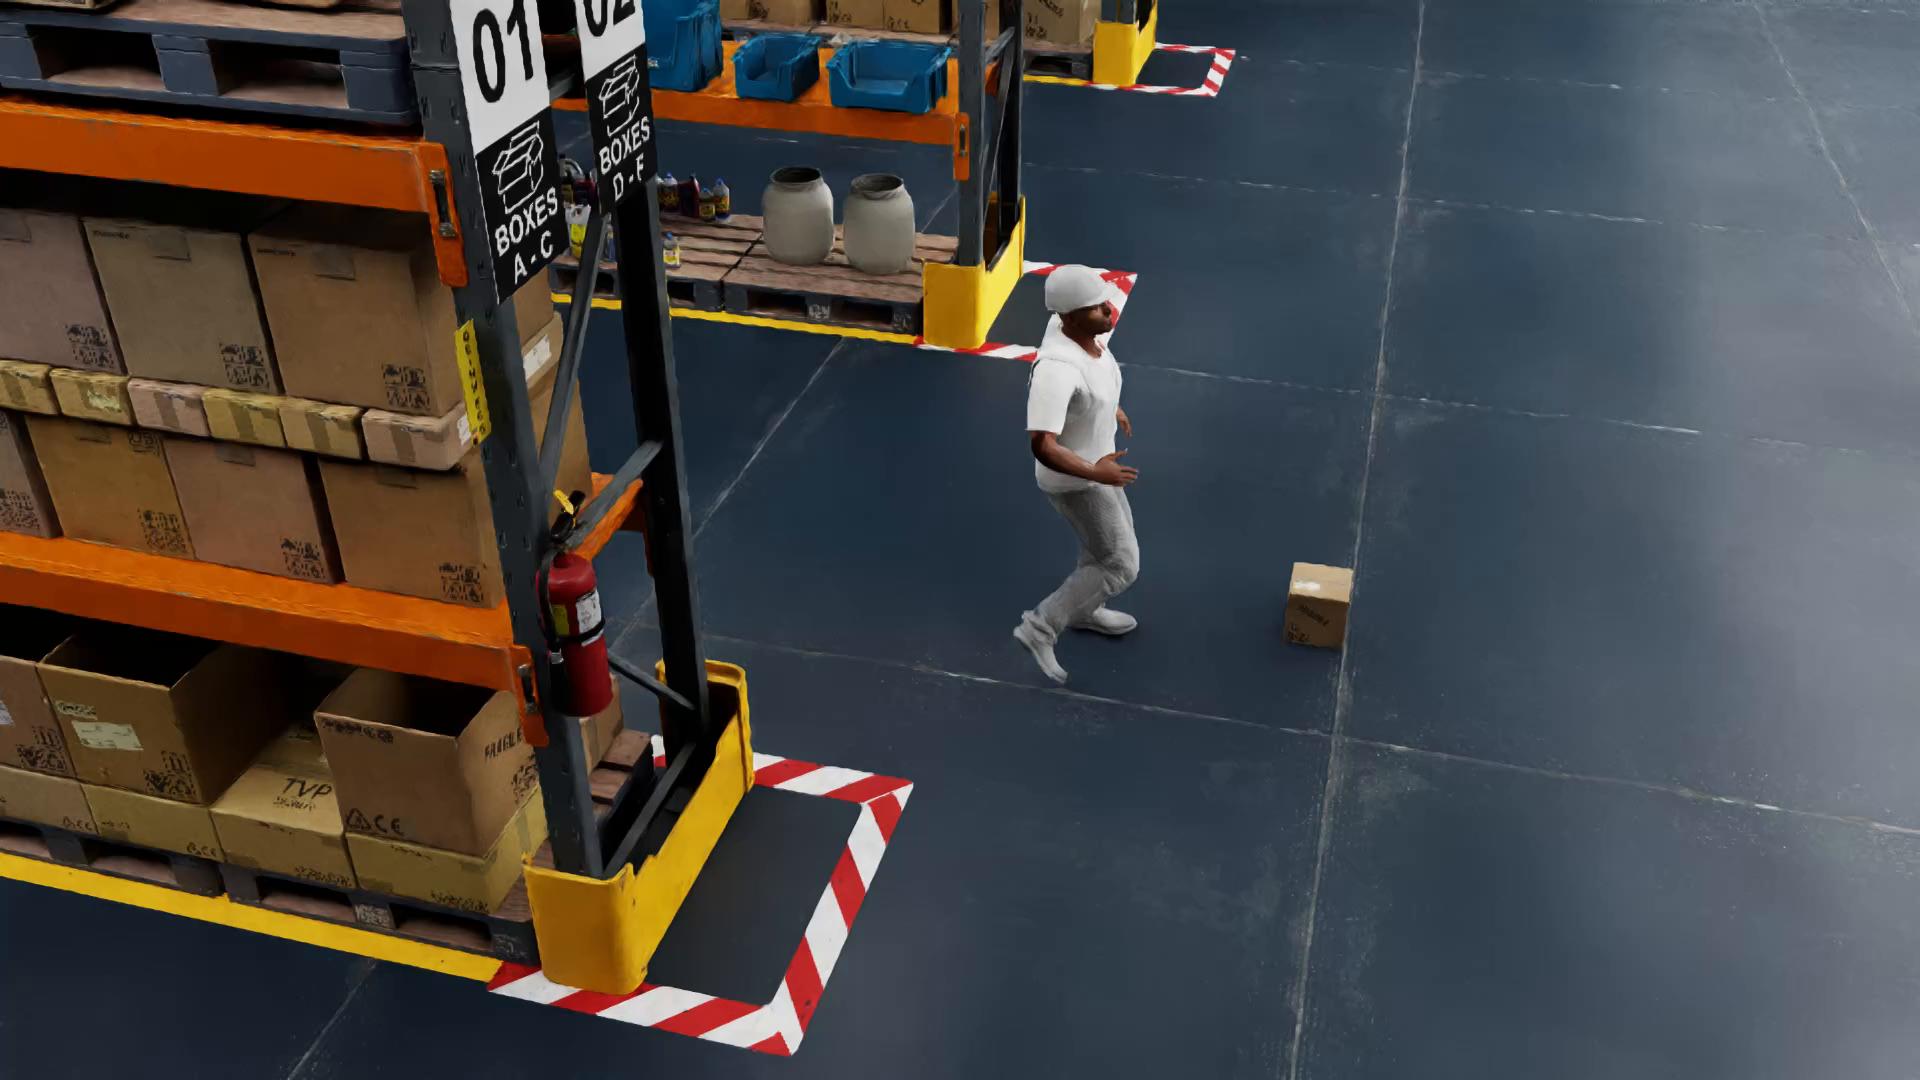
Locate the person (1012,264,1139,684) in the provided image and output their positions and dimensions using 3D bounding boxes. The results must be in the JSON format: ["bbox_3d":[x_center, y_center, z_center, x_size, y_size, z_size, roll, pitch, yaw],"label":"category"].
[{"bbox_3d":[0.496,-0.293,6.605,0.502,1.733,0.801,4,33,6],"label":"person"}]
